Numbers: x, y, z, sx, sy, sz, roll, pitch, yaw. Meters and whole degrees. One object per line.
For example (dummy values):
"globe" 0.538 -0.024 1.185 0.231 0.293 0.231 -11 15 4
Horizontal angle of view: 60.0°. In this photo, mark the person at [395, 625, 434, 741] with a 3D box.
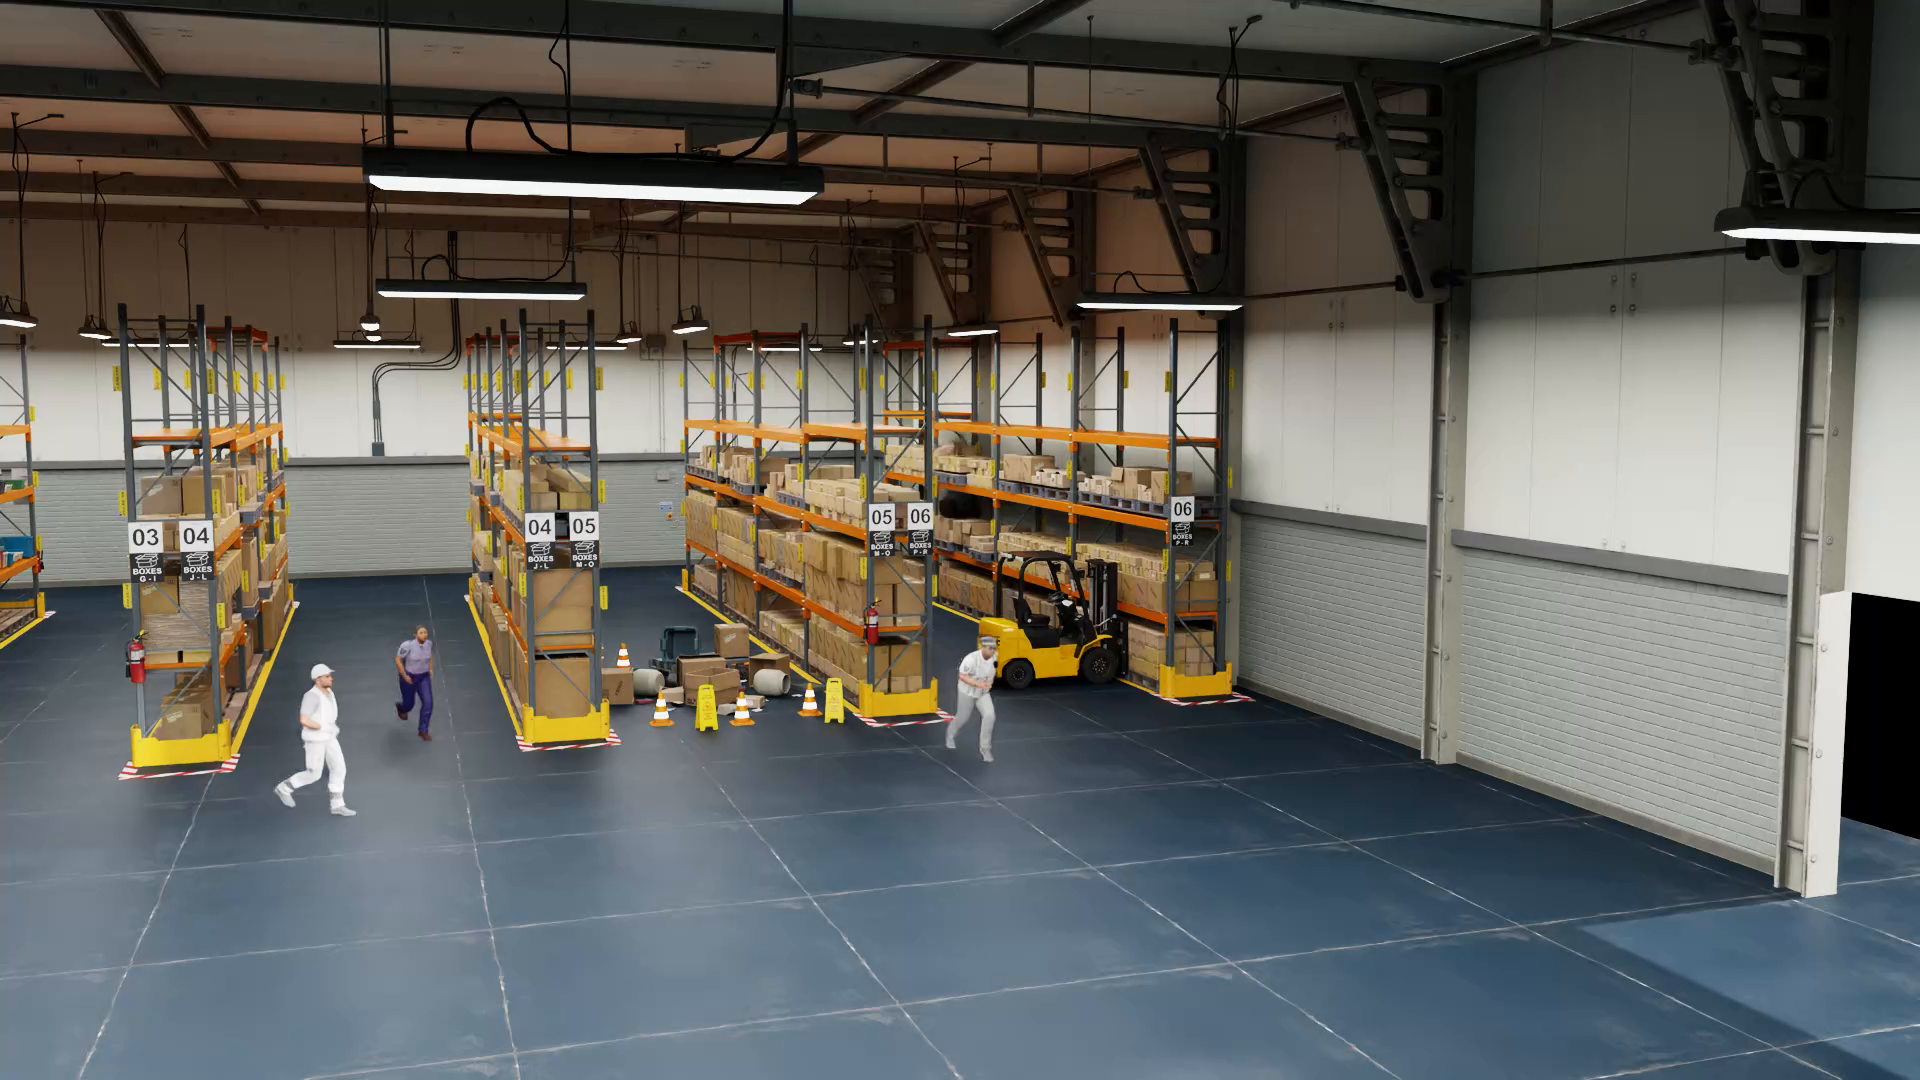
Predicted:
"person" -7.719 1.996 23.550 0.606 1.646 0.920 -5 7 -41

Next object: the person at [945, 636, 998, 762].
"person" 0.154 2.096 22.283 0.706 1.722 1.018 -4 7 -39

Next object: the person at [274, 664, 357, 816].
"person" -7.414 2.303 19.160 0.891 1.770 0.640 1 5 9
